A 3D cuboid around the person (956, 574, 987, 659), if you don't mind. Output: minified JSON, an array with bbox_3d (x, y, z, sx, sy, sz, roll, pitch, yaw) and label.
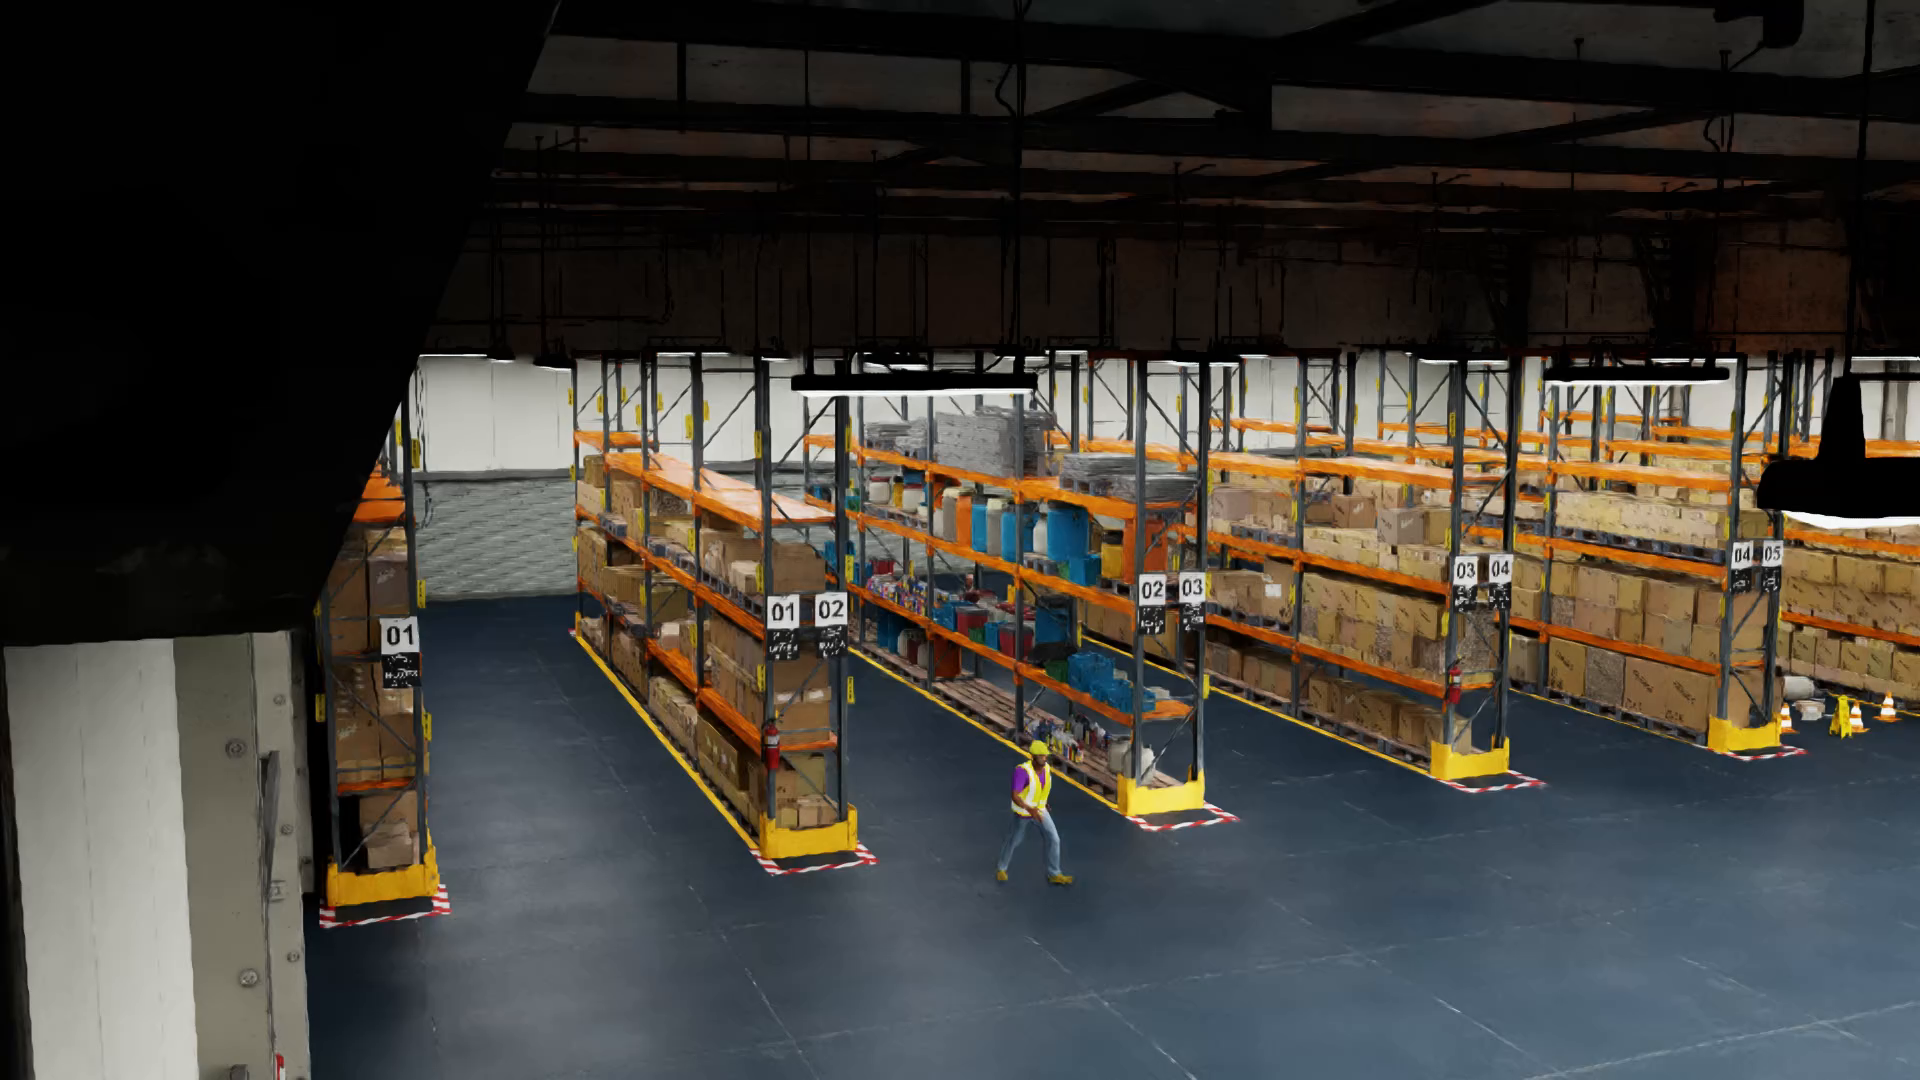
[{"bbox_3d":[0.166,1.468,32.448,0.543,1.644,1.107,-3,8,-23],"label":"person"}]

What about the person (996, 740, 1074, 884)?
[{"bbox_3d":[0.808,3.114,19.123,0.710,1.704,0.835,-5,9,-37],"label":"person"}]
